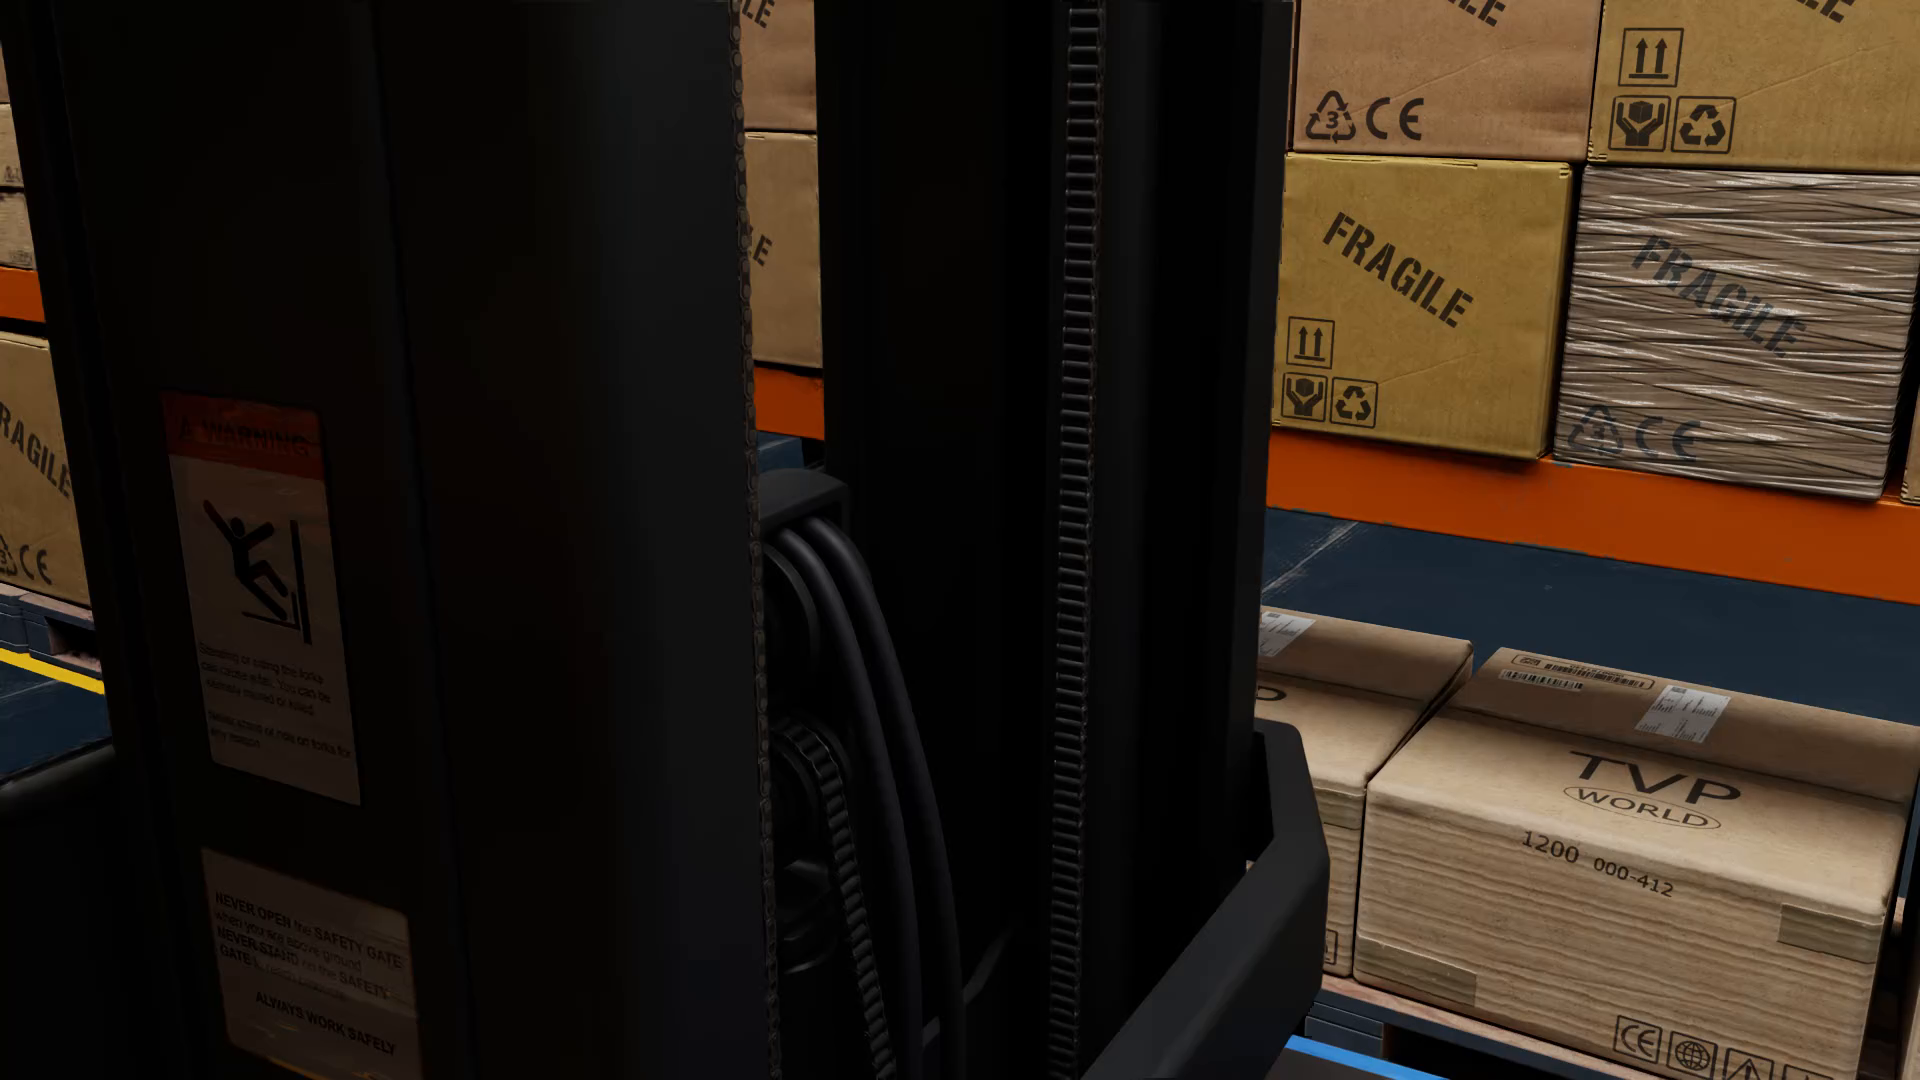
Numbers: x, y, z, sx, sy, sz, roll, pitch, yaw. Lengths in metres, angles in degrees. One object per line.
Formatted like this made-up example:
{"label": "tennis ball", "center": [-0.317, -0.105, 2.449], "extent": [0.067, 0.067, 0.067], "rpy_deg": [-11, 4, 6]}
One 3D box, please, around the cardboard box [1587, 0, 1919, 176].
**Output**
{"label": "cardboard box", "center": [1.358, -0.874, 2.704], "extent": [0.500, 0.500, 0.500], "rpy_deg": [10, 20, 30]}

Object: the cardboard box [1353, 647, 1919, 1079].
{"label": "cardboard box", "center": [1.375, 0.628, 3.340], "extent": [0.875, 0.438, 0.875], "rpy_deg": [11, 20, 32]}

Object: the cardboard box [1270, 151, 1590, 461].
{"label": "cardboard box", "center": [0.915, -0.472, 3.101], "extent": [0.500, 0.500, 0.500], "rpy_deg": [11, 20, 32]}

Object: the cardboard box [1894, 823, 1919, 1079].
{"label": "cardboard box", "center": [2.159, 0.765, 2.889], "extent": [0.875, 0.438, 0.875], "rpy_deg": [9, 19, 28]}

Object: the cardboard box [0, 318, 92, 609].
{"label": "cardboard box", "center": [-2.740, -0.323, 5.718], "extent": [0.875, 0.875, 0.875], "rpy_deg": [10, 20, 31]}

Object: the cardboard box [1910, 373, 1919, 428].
{"label": "cardboard box", "center": [1.646, -0.528, 3.288], "extent": [0.500, 0.500, 0.500], "rpy_deg": [10, 20, 30]}

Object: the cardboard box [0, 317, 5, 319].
{"label": "cardboard box", "center": [-3.498, -0.460, 6.168], "extent": [0.875, 0.875, 0.875], "rpy_deg": [10, 20, 30]}

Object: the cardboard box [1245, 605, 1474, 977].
{"label": "cardboard box", "center": [0.608, 0.490, 3.793], "extent": [0.875, 0.438, 0.875], "rpy_deg": [9, 19, 28]}

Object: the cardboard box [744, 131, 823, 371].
{"label": "cardboard box", "center": [-0.372, -0.705, 3.868], "extent": [0.500, 0.500, 0.500], "rpy_deg": [11, 20, 32]}

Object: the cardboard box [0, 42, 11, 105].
{"label": "cardboard box", "center": [-2.890, -1.637, 5.216], "extent": [0.500, 0.500, 0.500], "rpy_deg": [11, 20, 32]}

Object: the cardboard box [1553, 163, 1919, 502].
{"label": "cardboard box", "center": [1.361, -0.396, 2.853], "extent": [0.500, 0.500, 0.500], "rpy_deg": [11, 20, 32]}

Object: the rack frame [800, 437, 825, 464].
{"label": "rack frame", "center": [-0.634, -0.793, 4.331], "extent": [0.127, 3.000, 1.000], "rpy_deg": [10, 20, 30]}

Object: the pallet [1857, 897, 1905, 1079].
{"label": "pallet", "center": [2.052, 1.047, 3.070], "extent": [1.213, 0.211, 1.003], "rpy_deg": [10, 20, 30]}

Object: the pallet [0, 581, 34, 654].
{"label": "pallet", "center": [-3.410, 0.071, 6.283], "extent": [1.213, 0.211, 1.003], "rpy_deg": [10, 20, 30]}

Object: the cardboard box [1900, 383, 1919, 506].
{"label": "cardboard box", "center": [1.805, -0.320, 2.603], "extent": [0.500, 0.500, 0.500], "rpy_deg": [10, 19, 29]}

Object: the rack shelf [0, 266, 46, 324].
{"label": "rack shelf", "center": [-2.339, -0.753, 5.437], "extent": [4.000, 0.370, 1.077], "rpy_deg": [10, 20, 30]}

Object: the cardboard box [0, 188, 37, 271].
{"label": "cardboard box", "center": [-2.867, -1.038, 5.396], "extent": [0.500, 0.250, 0.500], "rpy_deg": [11, 20, 32]}

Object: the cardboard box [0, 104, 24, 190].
{"label": "cardboard box", "center": [-2.882, -1.273, 5.309], "extent": [0.500, 0.250, 0.500], "rpy_deg": [10, 20, 30]}

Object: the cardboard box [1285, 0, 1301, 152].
{"label": "cardboard box", "center": [0.502, -1.028, 3.212], "extent": [0.500, 0.500, 0.500], "rpy_deg": [11, 20, 31]}

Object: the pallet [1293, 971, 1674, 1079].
{"label": "pallet", "center": [1.016, 0.862, 3.682], "extent": [1.213, 0.211, 1.003], "rpy_deg": [10, 20, 30]}

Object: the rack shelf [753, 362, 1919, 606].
{"label": "rack shelf", "center": [1.070, -0.145, 3.434], "extent": [4.000, 0.370, 1.077], "rpy_deg": [10, 20, 30]}

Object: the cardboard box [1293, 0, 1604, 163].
{"label": "cardboard box", "center": [0.931, -0.951, 2.957], "extent": [0.500, 0.500, 0.500], "rpy_deg": [10, 20, 30]}

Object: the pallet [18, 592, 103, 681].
{"label": "pallet", "center": [-2.375, 0.257, 5.672], "extent": [1.213, 0.211, 1.003], "rpy_deg": [10, 20, 30]}

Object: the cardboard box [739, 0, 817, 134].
{"label": "cardboard box", "center": [-0.355, -1.187, 3.735], "extent": [0.500, 0.500, 0.500], "rpy_deg": [10, 20, 30]}
